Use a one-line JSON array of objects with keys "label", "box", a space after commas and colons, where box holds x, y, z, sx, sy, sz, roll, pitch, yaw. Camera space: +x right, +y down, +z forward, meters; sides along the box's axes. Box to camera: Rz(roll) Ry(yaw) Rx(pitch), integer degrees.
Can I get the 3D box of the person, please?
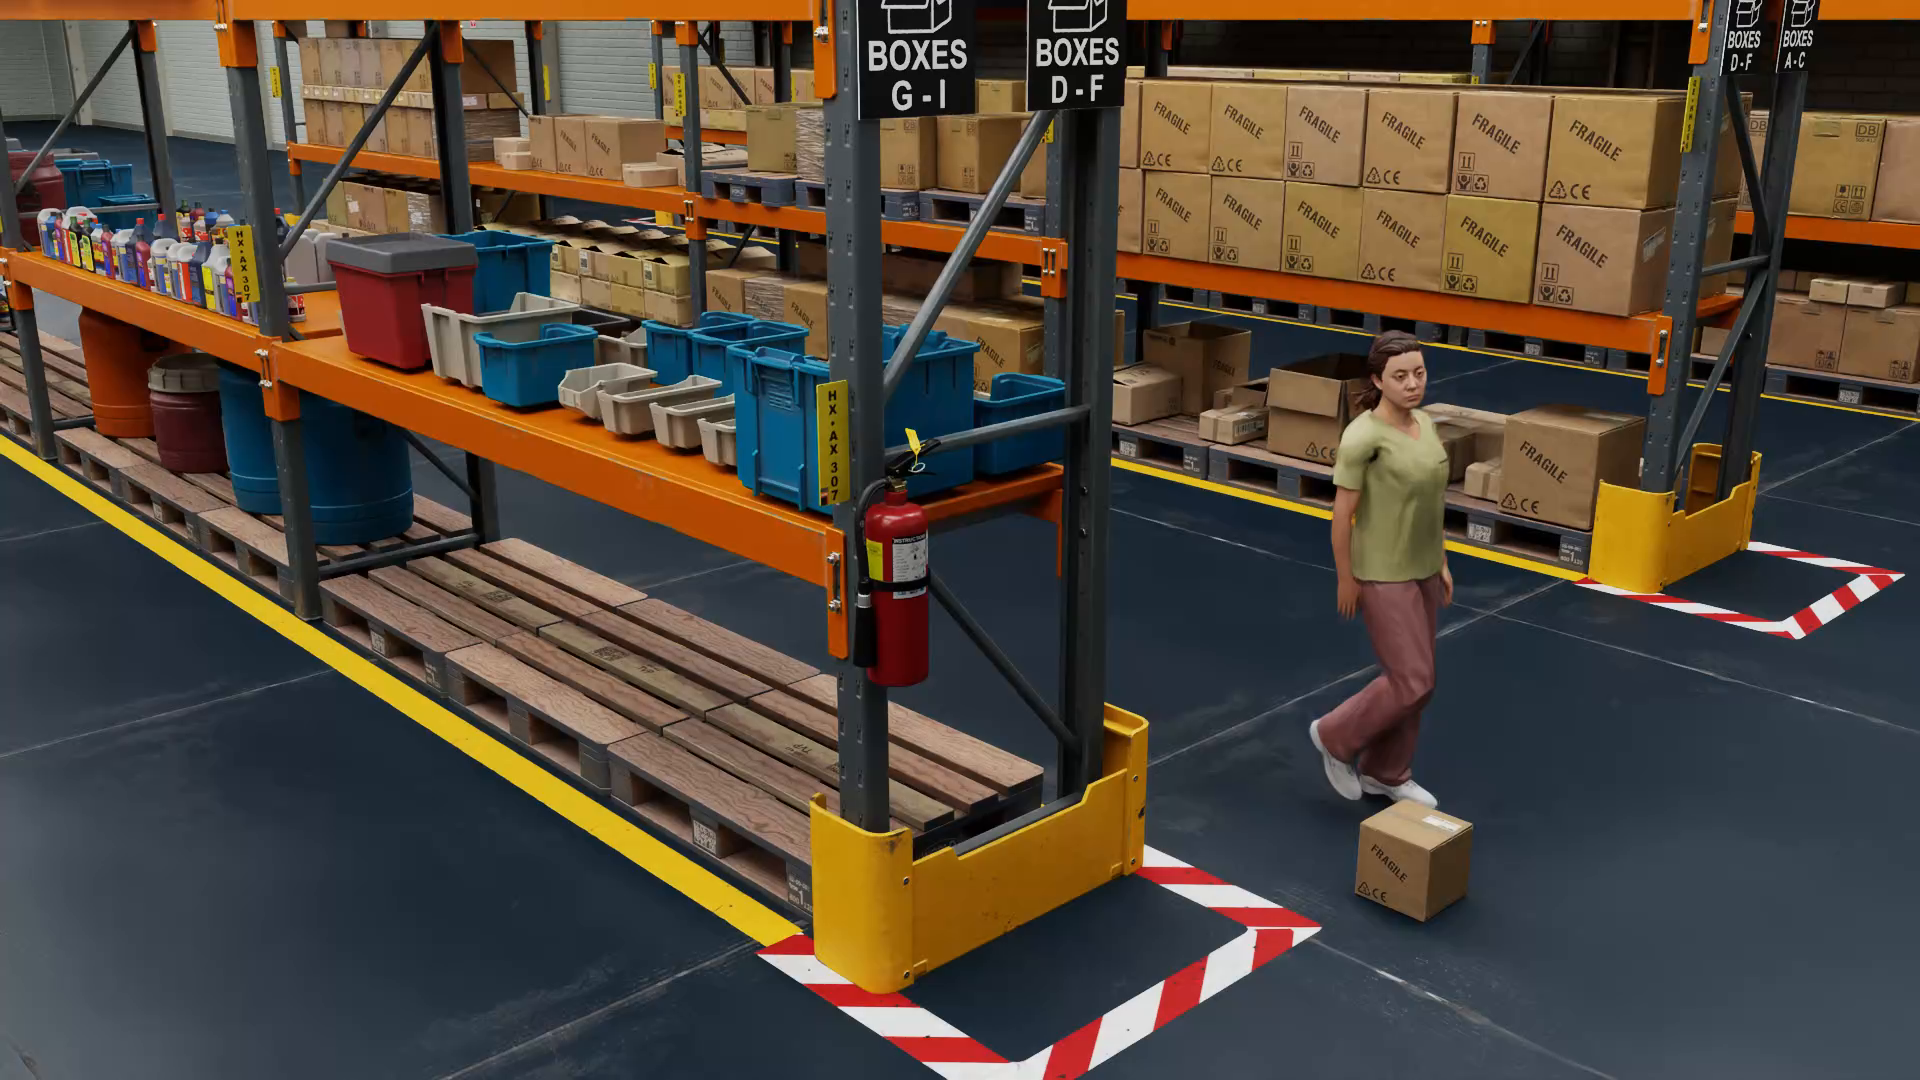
[{"label": "person", "box": [1.465, 0.129, 5.580, 0.455, 1.664, 0.473, -15, 23, -40]}]
